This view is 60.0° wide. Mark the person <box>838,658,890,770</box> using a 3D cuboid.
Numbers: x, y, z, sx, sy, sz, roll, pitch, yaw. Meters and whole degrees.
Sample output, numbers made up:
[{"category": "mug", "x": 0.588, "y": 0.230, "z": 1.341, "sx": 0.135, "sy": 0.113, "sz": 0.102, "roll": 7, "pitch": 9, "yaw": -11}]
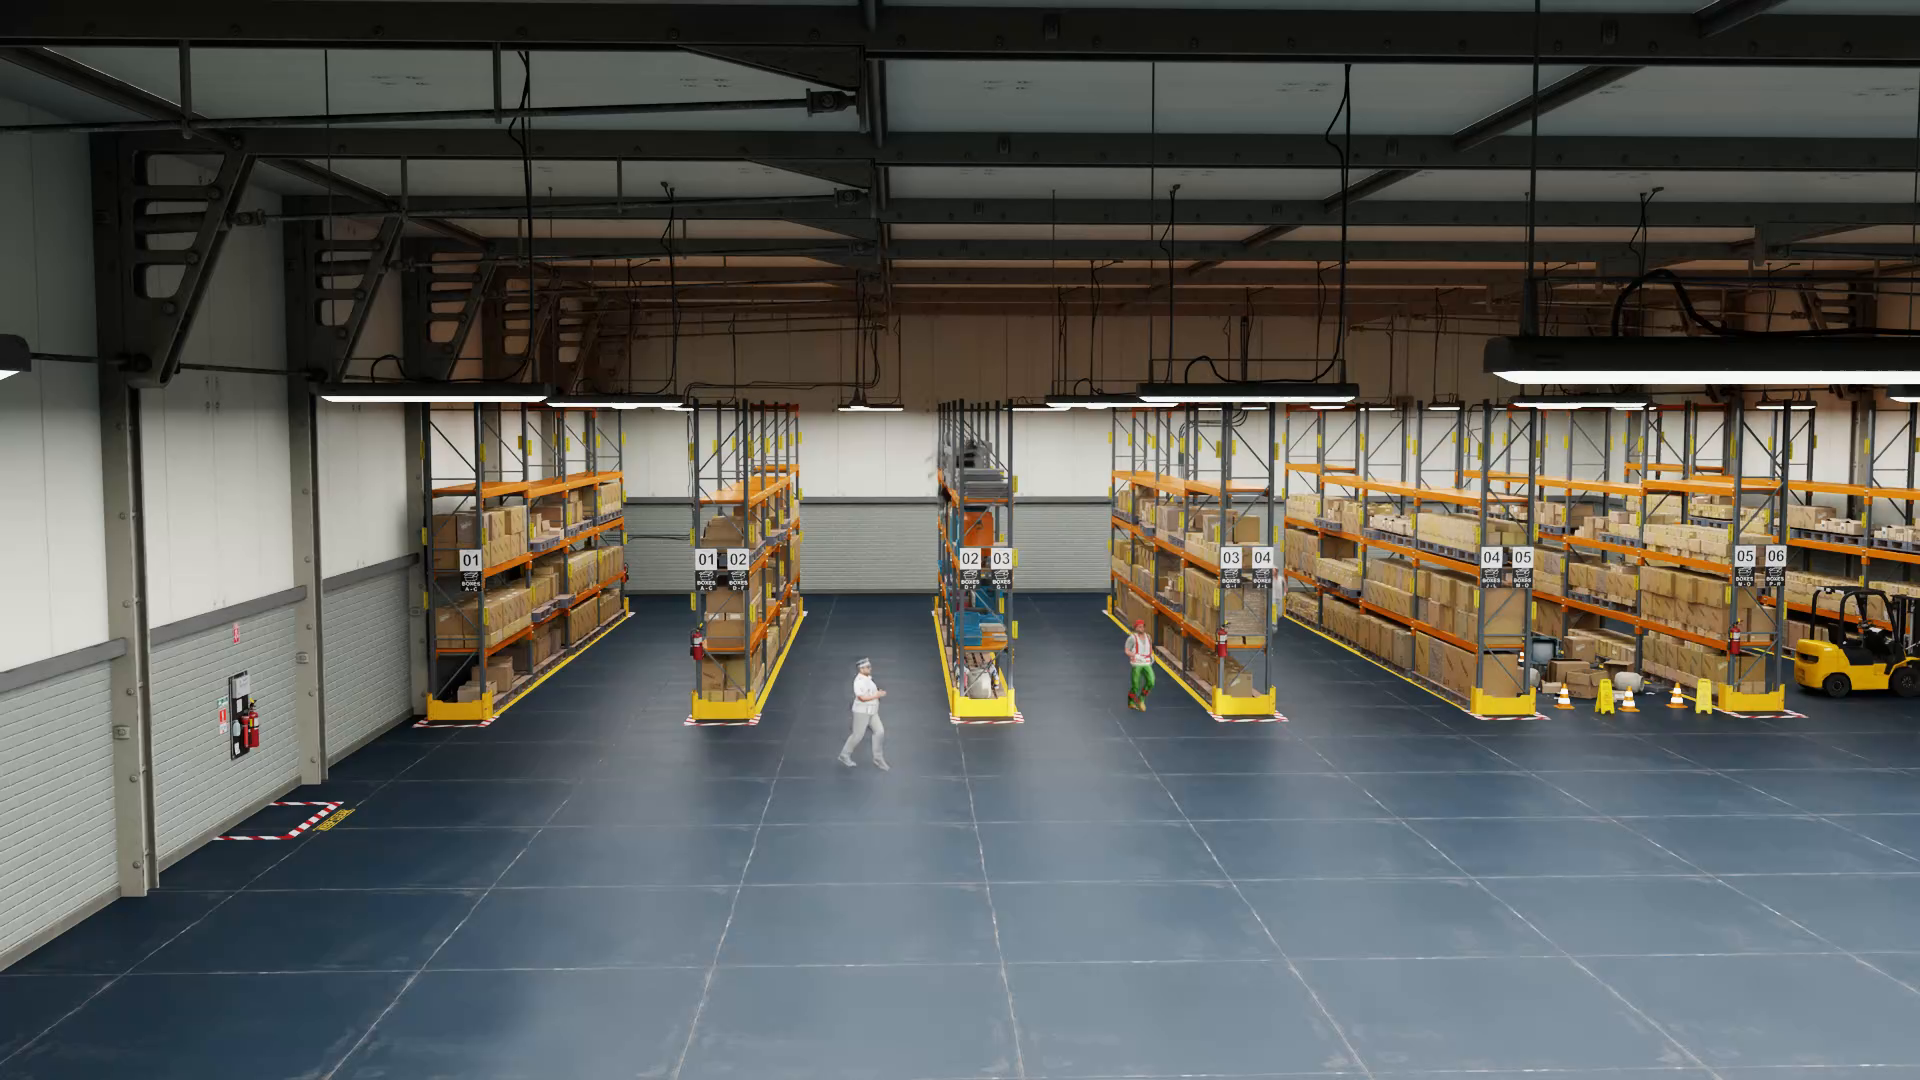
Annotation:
[{"category": "person", "x": -1.549, "y": 2.803, "z": 26.752, "sx": 0.824, "sy": 1.840, "sz": 0.637, "roll": 2, "pitch": 5, "yaw": 19}]

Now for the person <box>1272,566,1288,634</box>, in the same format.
[{"category": "person", "x": 8.233, "y": 1.555, "z": 43.441, "sx": 0.651, "sy": 1.760, "sz": 0.690, "roll": 0, "pitch": 4, "yaw": 3}]

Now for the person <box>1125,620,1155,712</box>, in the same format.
[{"category": "person", "x": 3.488, "y": 2.415, "z": 31.987, "sx": 0.665, "sy": 1.768, "sz": 0.656, "roll": -2, "pitch": 5, "yaw": -20}]
